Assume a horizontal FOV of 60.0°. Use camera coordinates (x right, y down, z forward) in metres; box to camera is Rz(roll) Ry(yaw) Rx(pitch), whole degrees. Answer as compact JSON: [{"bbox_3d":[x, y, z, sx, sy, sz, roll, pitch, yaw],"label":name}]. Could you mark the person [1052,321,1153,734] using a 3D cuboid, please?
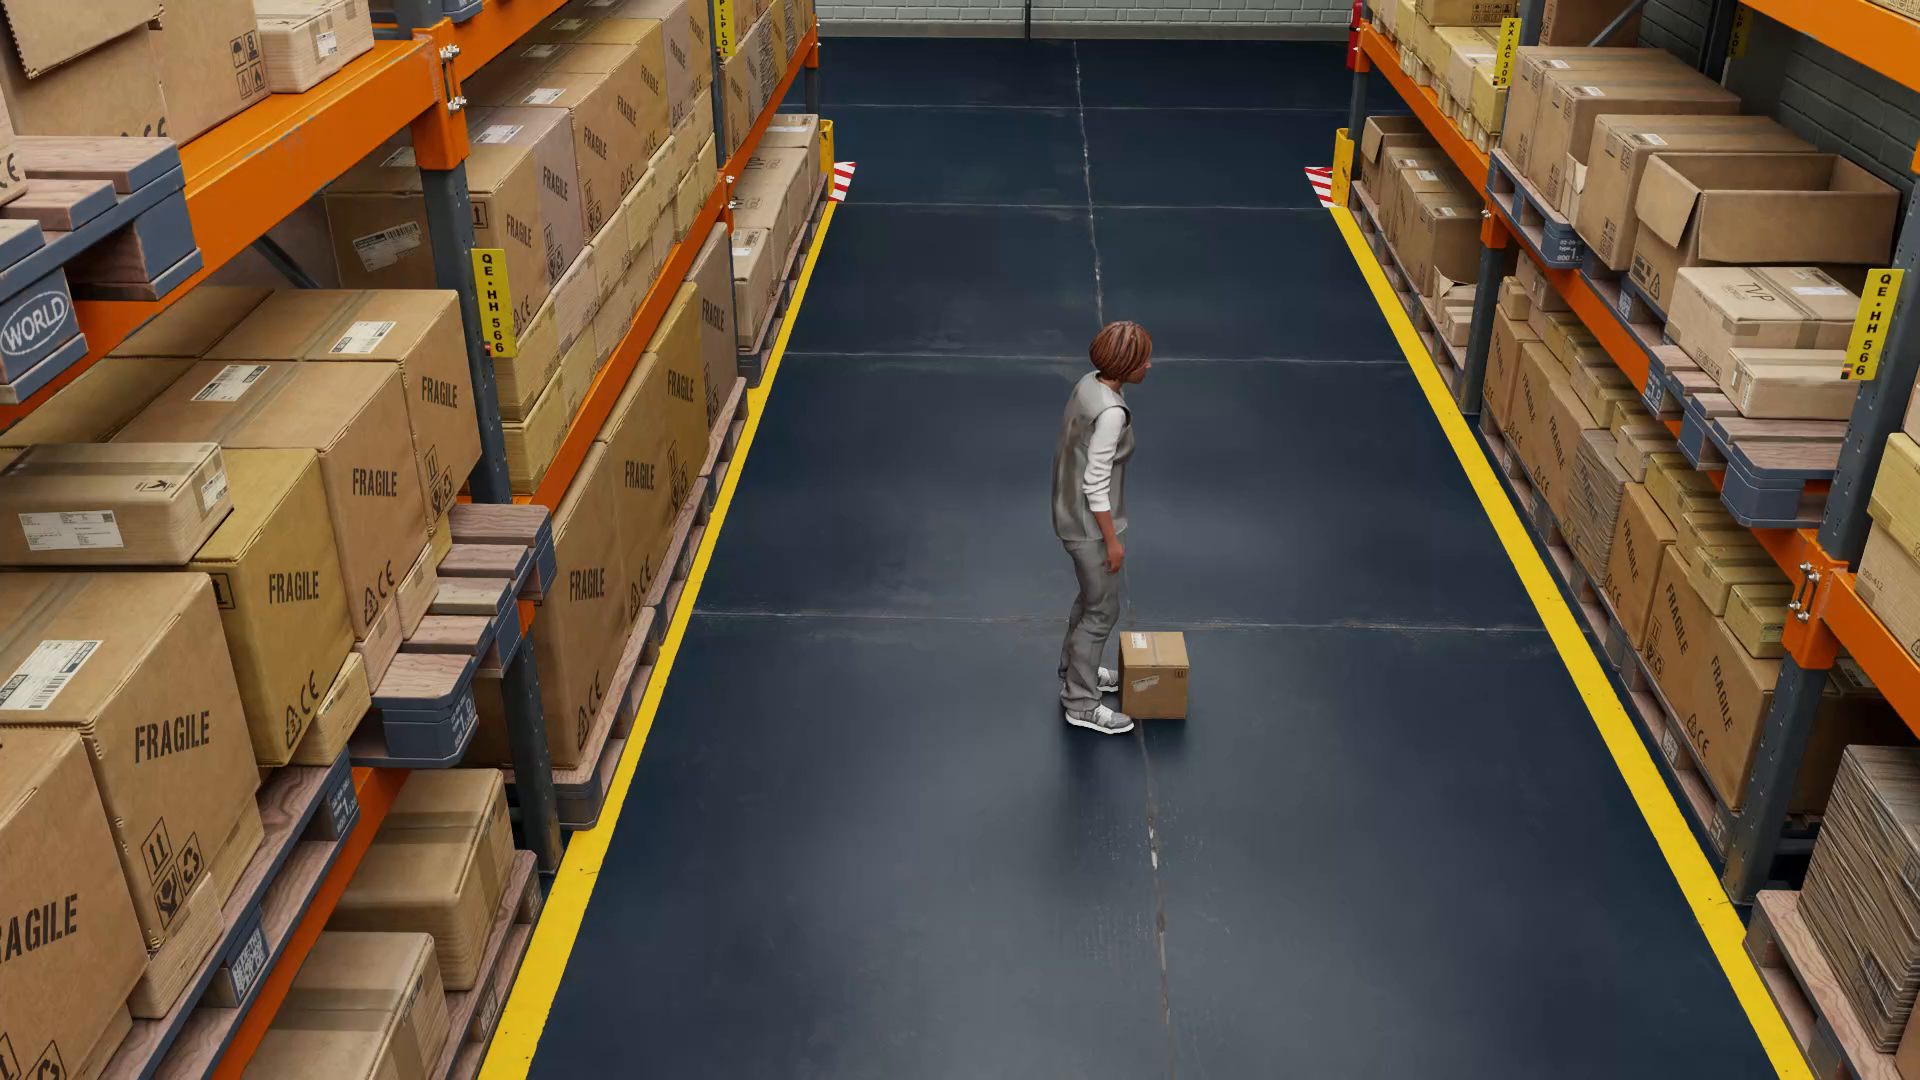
[{"bbox_3d":[0.517,-0.060,6.244,0.343,1.594,0.480,0,28,0],"label":"person"}]
